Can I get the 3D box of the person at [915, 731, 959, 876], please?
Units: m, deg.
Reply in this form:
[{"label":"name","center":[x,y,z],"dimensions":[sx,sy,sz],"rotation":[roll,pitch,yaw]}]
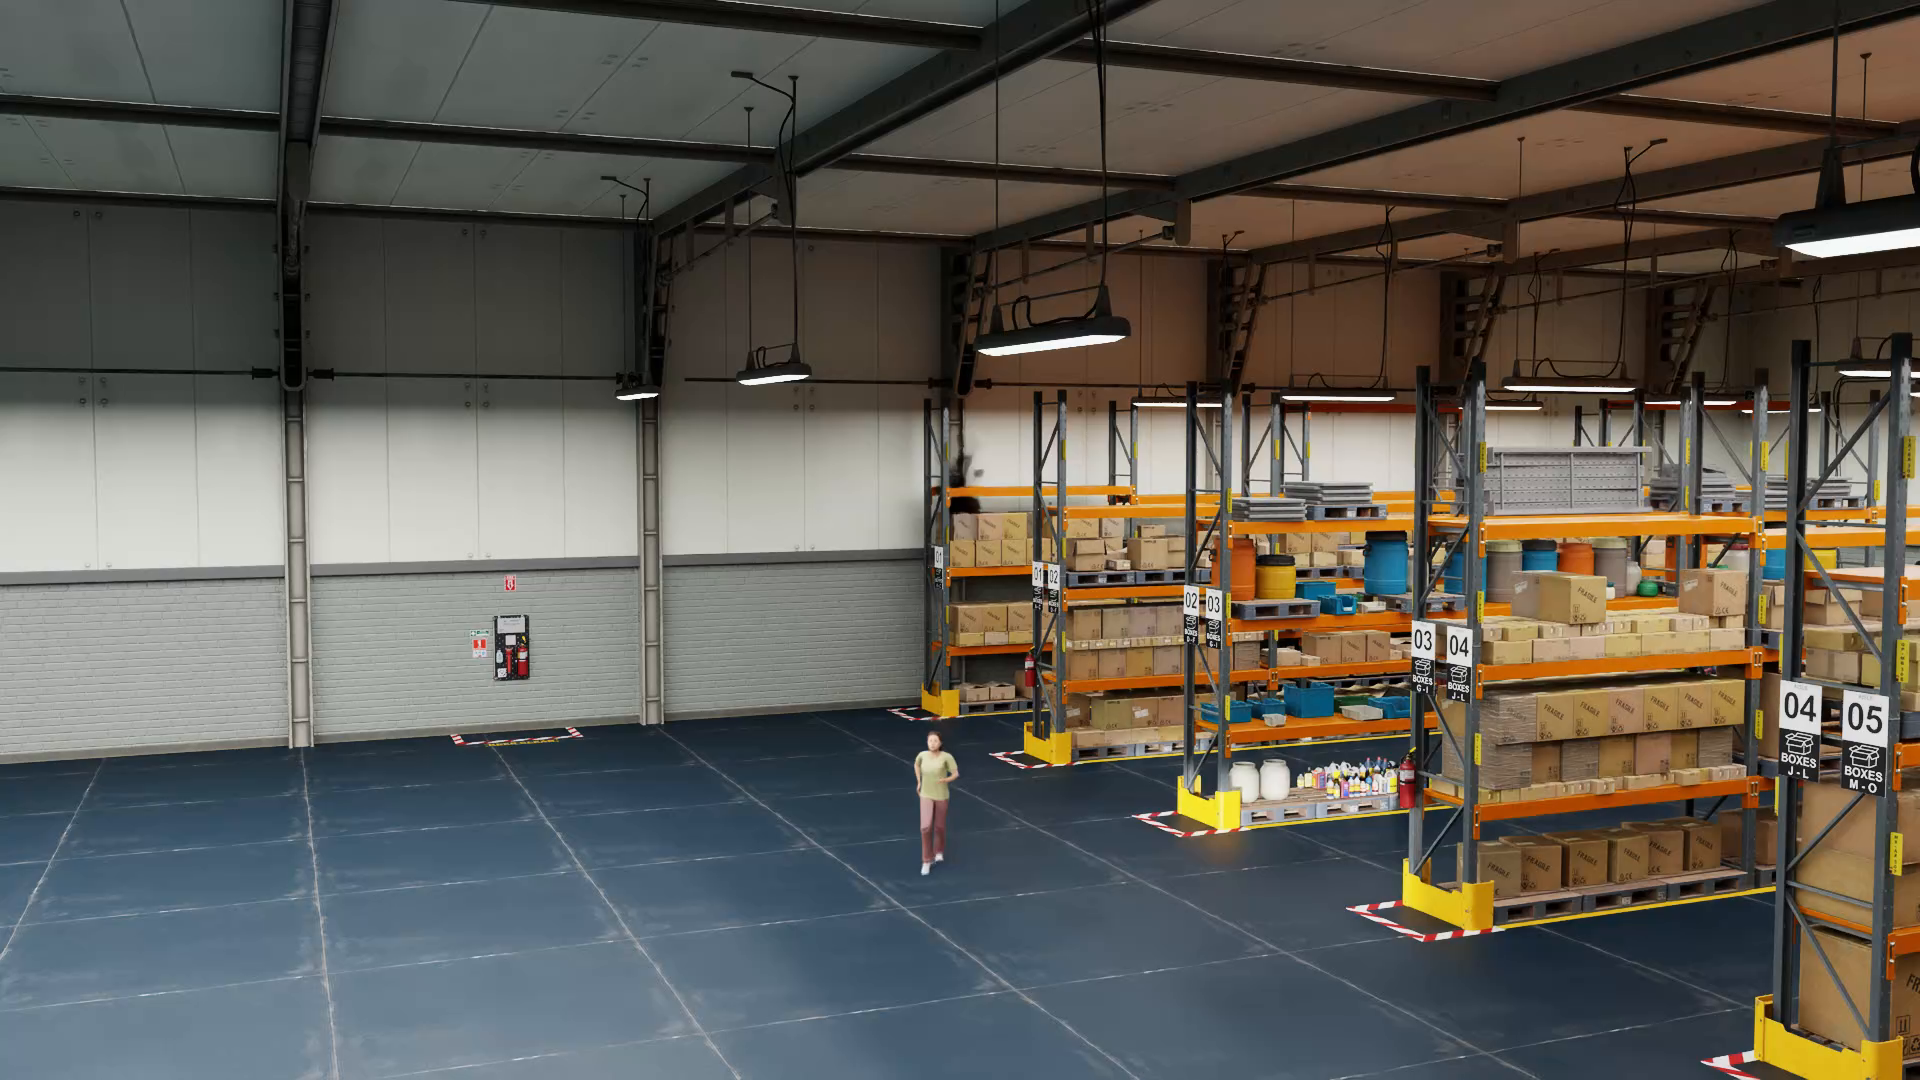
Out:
[{"label":"person","center":[-0.286,3.153,20.115],"dimensions":[0.562,1.725,0.744],"rotation":[0,3,4]}]
